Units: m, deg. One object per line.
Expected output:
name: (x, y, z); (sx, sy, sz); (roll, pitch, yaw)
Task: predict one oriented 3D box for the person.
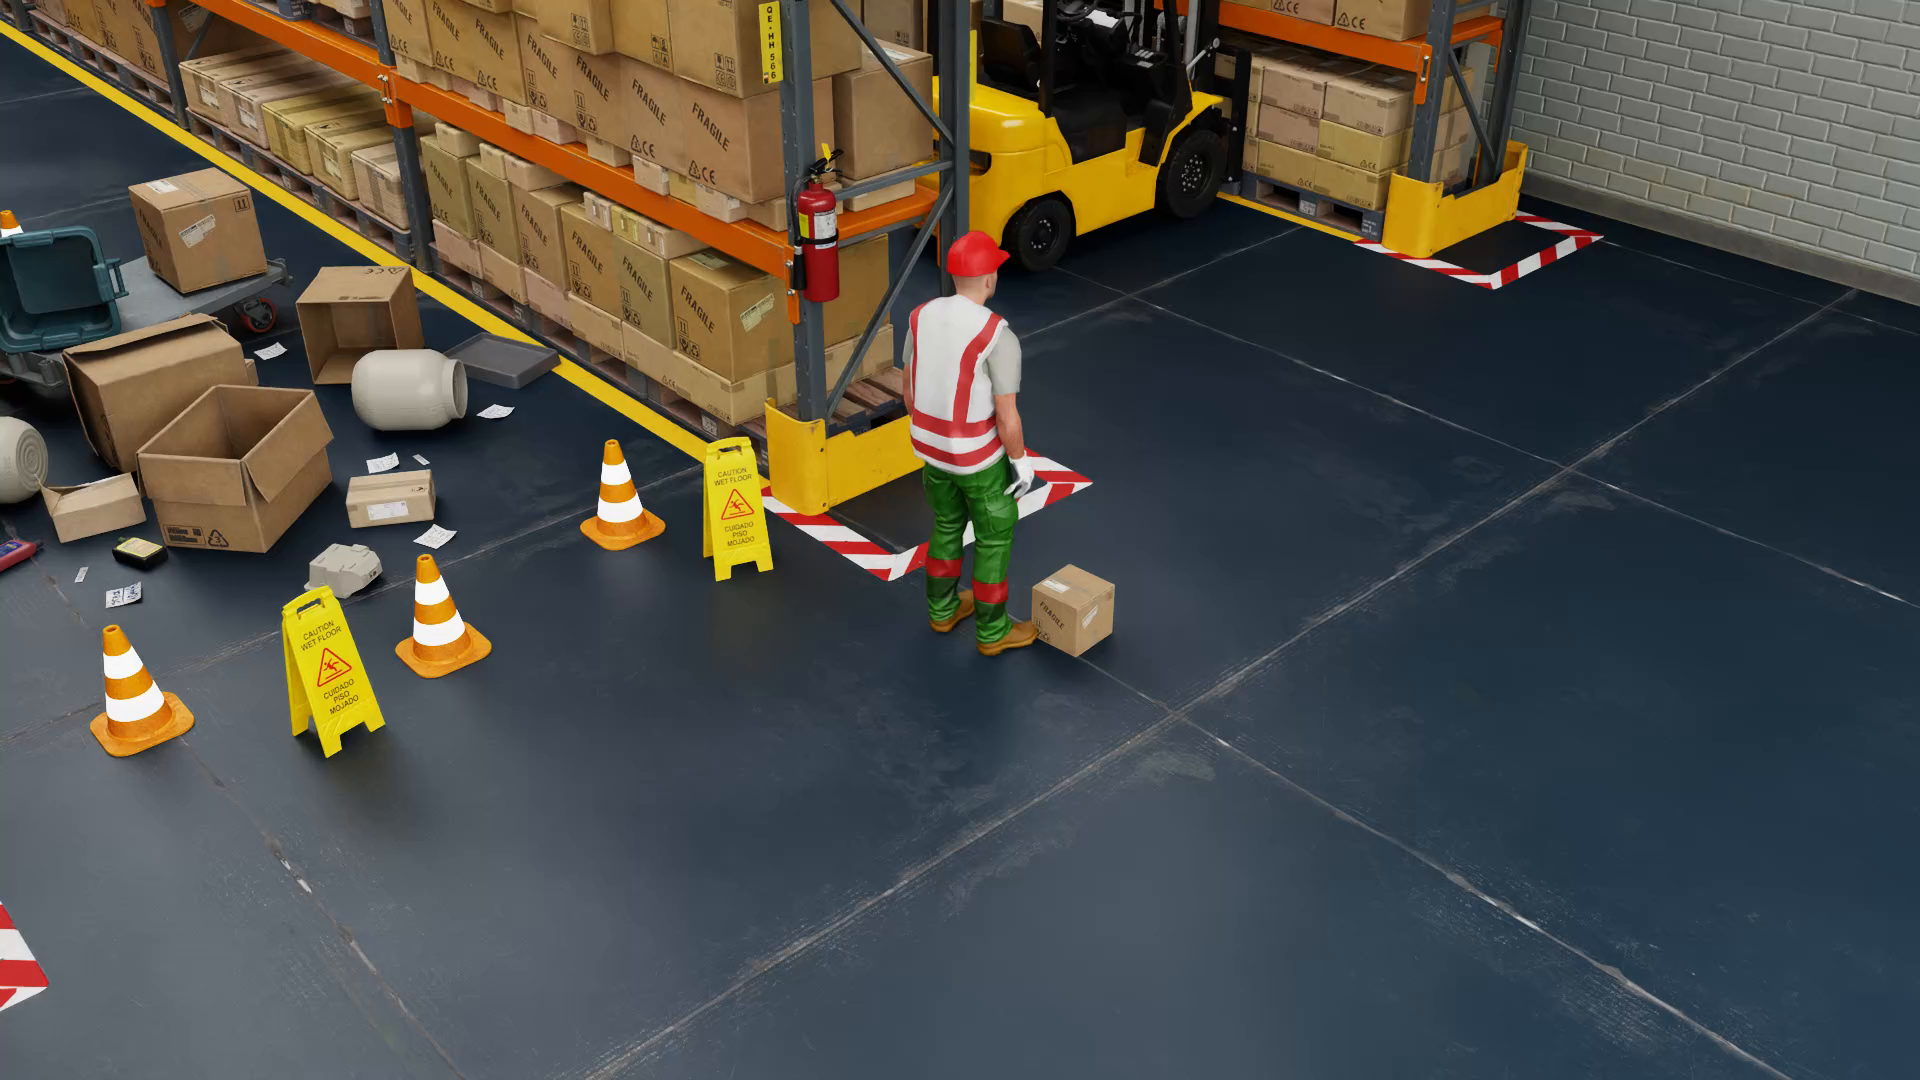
person: (0.038, -0.377, 6.738); (0.614, 1.778, 0.453); (24, 39, 34)
